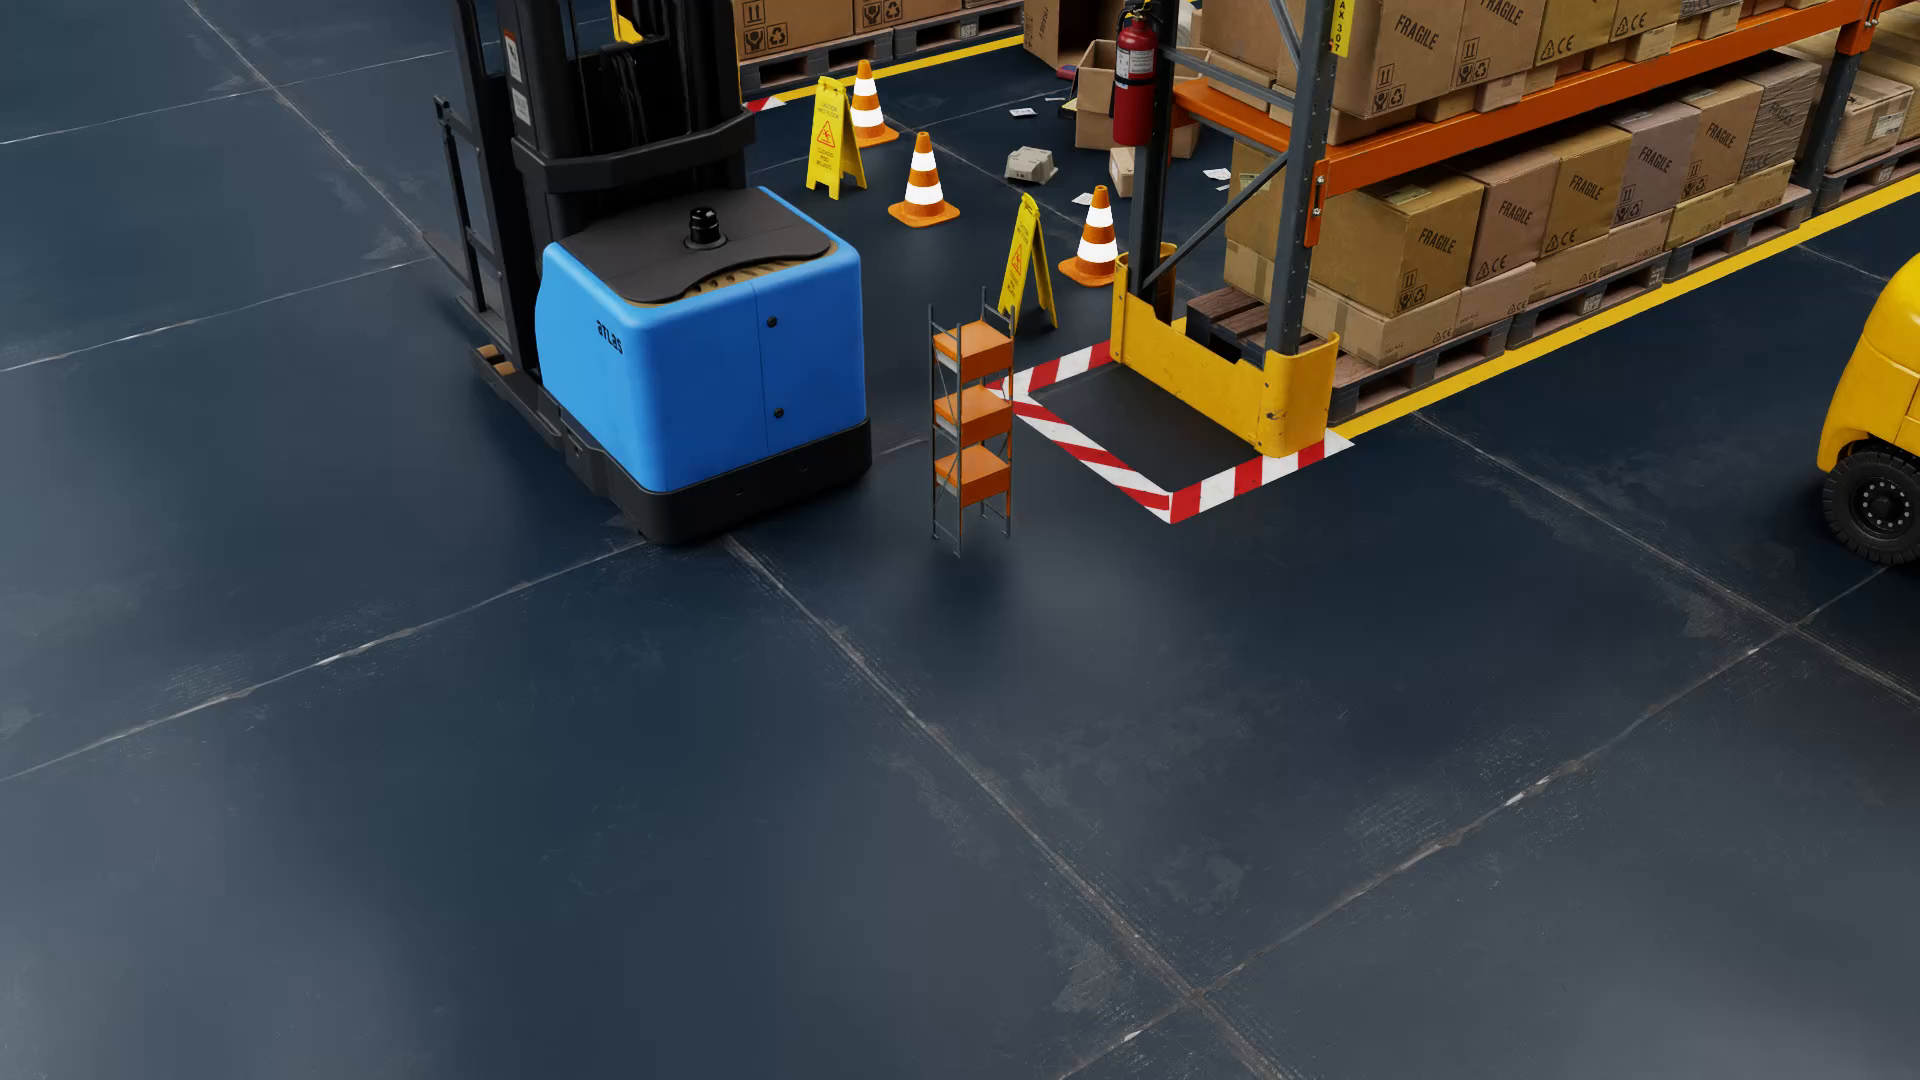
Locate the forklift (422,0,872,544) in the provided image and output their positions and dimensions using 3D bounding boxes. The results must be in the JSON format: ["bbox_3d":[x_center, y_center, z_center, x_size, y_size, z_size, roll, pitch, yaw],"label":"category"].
[{"bbox_3d":[-1.632,-1.989,7.006,1.130,2.935,3.031,-22,41,-28],"label":"forklift"}]

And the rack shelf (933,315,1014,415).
[{"bbox_3d":[0.044,-0.666,6.309,0.240,0.259,0.215,-22,41,-28],"label":"rack shelf"}]

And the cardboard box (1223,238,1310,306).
[{"bbox_3d":[1.633,-1.333,8.030,0.500,0.250,0.500,-23,41,-28],"label":"cardboard box"}]

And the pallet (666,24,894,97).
[{"bbox_3d":[-1.218,-3.373,11.260,1.213,0.211,1.003,-22,41,-28],"label":"pallet"}]

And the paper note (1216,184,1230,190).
[{"bbox_3d":[1.530,-2.031,9.565,0.123,0.001,0.032,-22,41,-28],"label":"paper note"}]

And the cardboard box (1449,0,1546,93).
[{"bbox_3d":[2.076,-2.235,6.948,0.500,0.500,0.500,-21,41,-27],"label":"cardboard box"}]

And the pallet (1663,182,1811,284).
[{"bbox_3d":[3.849,-1.841,9.129,1.213,0.211,1.003,-22,41,-28],"label":"pallet"}]

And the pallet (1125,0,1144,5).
[{"bbox_3d":[0.777,-4.194,12.401,1.213,0.211,1.003,-22,41,-28],"label":"pallet"}]

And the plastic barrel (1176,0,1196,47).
[{"bbox_3d":[1.400,-3.385,11.094,0.421,0.421,0.512,3,36,4],"label":"plastic barrel"}]

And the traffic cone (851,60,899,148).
[{"bbox_3d":[-0.574,-2.670,10.066,0.334,0.463,0.336,-22,41,-28],"label":"traffic cone"}]

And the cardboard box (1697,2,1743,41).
[{"bbox_3d":[3.462,-2.517,7.896,0.250,0.149,0.380,-23,42,-29],"label":"cardboard box"}]

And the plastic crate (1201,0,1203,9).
[{"bbox_3d":[2.056,-3.743,11.744,0.662,0.188,0.450,-3,26,-4],"label":"plastic crate"}]

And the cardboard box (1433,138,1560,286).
[{"bbox_3d":[2.370,-1.555,7.696,0.500,0.500,0.500,-24,42,-29],"label":"cardboard box"}]

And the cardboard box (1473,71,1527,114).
[{"bbox_3d":[2.200,-1.990,7.163,0.250,0.149,0.380,-22,41,-27],"label":"cardboard box"}]

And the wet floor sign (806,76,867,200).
[{"bbox_3d":[-0.709,-2.289,9.379,0.267,0.644,0.232,30,45,35],"label":"wet floor sign"}]

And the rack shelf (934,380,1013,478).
[{"bbox_3d":[0.044,-0.436,6.475,0.240,0.259,0.215,-22,41,-28],"label":"rack shelf"}]

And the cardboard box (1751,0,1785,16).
[{"bbox_3d":[3.832,-2.723,8.182,0.250,0.149,0.380,-22,41,-28],"label":"cardboard box"}]

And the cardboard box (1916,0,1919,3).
[{"bbox_3d":[6.581,-3.228,10.560,0.625,0.372,0.950,-23,42,-29],"label":"cardboard box"}]

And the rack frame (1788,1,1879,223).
[{"bbox_3d":[4.377,-3.216,8.653,0.127,3.000,1.000,-22,41,-28],"label":"rack frame"}]

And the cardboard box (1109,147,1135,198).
[{"bbox_3d":[1.015,-2.118,9.568,0.250,0.149,0.380,-3,36,-4],"label":"cardboard box"}]

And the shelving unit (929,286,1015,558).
[{"bbox_3d":[0.044,-0.444,6.468,0.252,1.050,0.215,-22,41,-28],"label":"shelving unit"}]

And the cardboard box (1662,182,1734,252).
[{"bbox_3d":[3.619,-1.759,8.622,0.500,0.250,0.500,-24,42,-29],"label":"cardboard box"}]

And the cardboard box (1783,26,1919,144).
[{"bbox_3d":[5.390,-2.741,9.883,0.625,0.372,0.950,-20,40,-25],"label":"cardboard box"}]

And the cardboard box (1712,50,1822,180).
[{"bbox_3d":[4.048,-2.248,8.659,0.500,0.500,0.500,-23,42,-28],"label":"cardboard box"}]

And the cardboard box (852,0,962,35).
[{"bbox_3d":[-0.592,-4.064,11.291,0.875,0.875,0.875,-23,42,-29],"label":"cardboard box"}]

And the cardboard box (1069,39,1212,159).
[{"bbox_3d":[1.085,-2.656,10.012,0.797,0.503,0.637,9,37,12],"label":"cardboard box"}]

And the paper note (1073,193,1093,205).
[{"bbox_3d":[0.734,-1.933,9.412,0.148,0.019,0.142,22,41,28],"label":"paper note"}]

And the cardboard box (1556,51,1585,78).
[{"bbox_3d":[2.574,-2.210,7.470,0.250,0.149,0.380,-21,41,-26],"label":"cardboard box"}]

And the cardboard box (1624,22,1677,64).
[{"bbox_3d":[3.046,-2.342,7.652,0.250,0.149,0.380,-22,41,-28],"label":"cardboard box"}]

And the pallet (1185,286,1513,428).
[{"bbox_3d":[1.854,-1.021,7.988,1.213,0.211,1.003,-22,41,-28],"label":"pallet"}]

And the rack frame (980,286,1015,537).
[{"bbox_3d":[0.143,-0.485,6.526,0.008,1.050,0.200,-22,41,-28],"label":"rack frame"}]

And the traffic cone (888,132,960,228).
[{"bbox_3d":[-0.201,-2.016,9.157,0.334,0.463,0.336,-22,41,-28],"label":"traffic cone"}]

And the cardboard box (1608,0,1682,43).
[{"bbox_3d":[2.903,-2.582,7.430,0.500,0.500,0.500,-23,42,-29],"label":"cardboard box"}]

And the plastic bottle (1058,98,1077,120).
[{"bbox_3d":[0.745,-2.735,10.500,0.133,0.061,0.283,22,41,28],"label":"plastic bottle"}]

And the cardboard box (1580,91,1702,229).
[{"bbox_3d":[3.217,-1.904,8.181,0.500,0.500,0.500,-20,40,-26],"label":"cardboard box"}]

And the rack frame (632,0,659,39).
[{"bbox_3d":[-1.826,-4.199,10.020,0.127,3.000,1.000,-22,41,-28],"label":"rack frame"}]

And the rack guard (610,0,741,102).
[{"bbox_3d":[-1.846,-3.176,10.738,0.348,0.500,1.175,-22,41,-28],"label":"rack guard"}]

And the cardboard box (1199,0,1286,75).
[{"bbox_3d":[1.393,-2.346,7.103,0.500,0.500,0.500,-23,42,-29],"label":"cardboard box"}]

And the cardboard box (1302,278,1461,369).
[{"bbox_3d":[1.926,-1.064,7.656,0.500,0.250,0.500,-23,42,-28],"label":"cardboard box"}]

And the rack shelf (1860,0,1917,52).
[{"bbox_3d":[6.012,-3.597,9.798,4.000,0.370,1.077,-22,41,-28],"label":"rack shelf"}]

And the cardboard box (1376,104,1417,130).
[{"bbox_3d":[1.703,-1.876,7.004,0.250,0.149,0.380,-22,41,-27],"label":"cardboard box"}]

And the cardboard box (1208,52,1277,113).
[{"bbox_3d":[1.290,-1.997,7.172,0.250,0.149,0.380,-21,41,-26],"label":"cardboard box"}]

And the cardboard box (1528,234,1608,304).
[{"bbox_3d":[2.787,-1.422,8.153,0.500,0.250,0.500,-20,40,-25],"label":"cardboard box"}]
